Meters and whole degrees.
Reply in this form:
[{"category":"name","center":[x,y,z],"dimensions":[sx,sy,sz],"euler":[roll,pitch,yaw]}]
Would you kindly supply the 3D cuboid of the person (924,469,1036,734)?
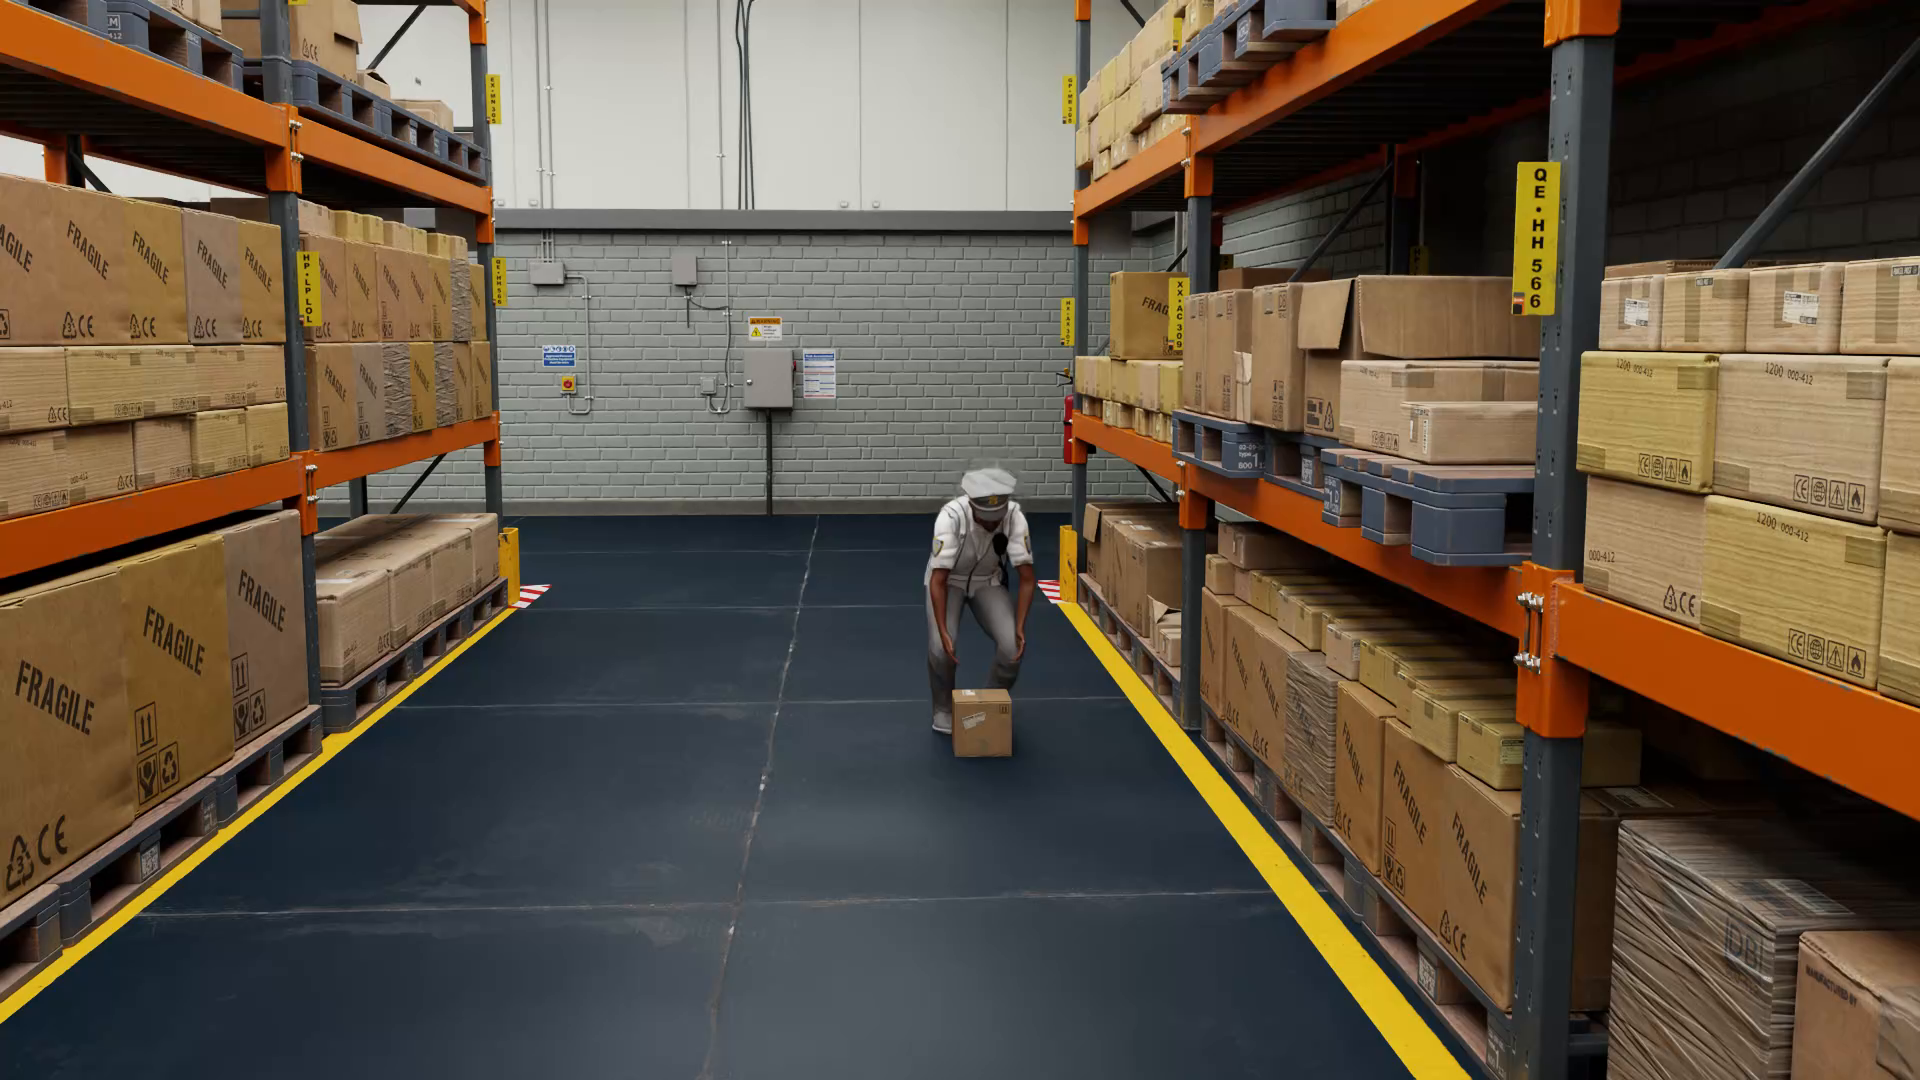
[{"category":"person","center":[0.092,0.277,7.737],"dimensions":[0.496,1.246,0.781],"euler":[-1,7,-6]}]
